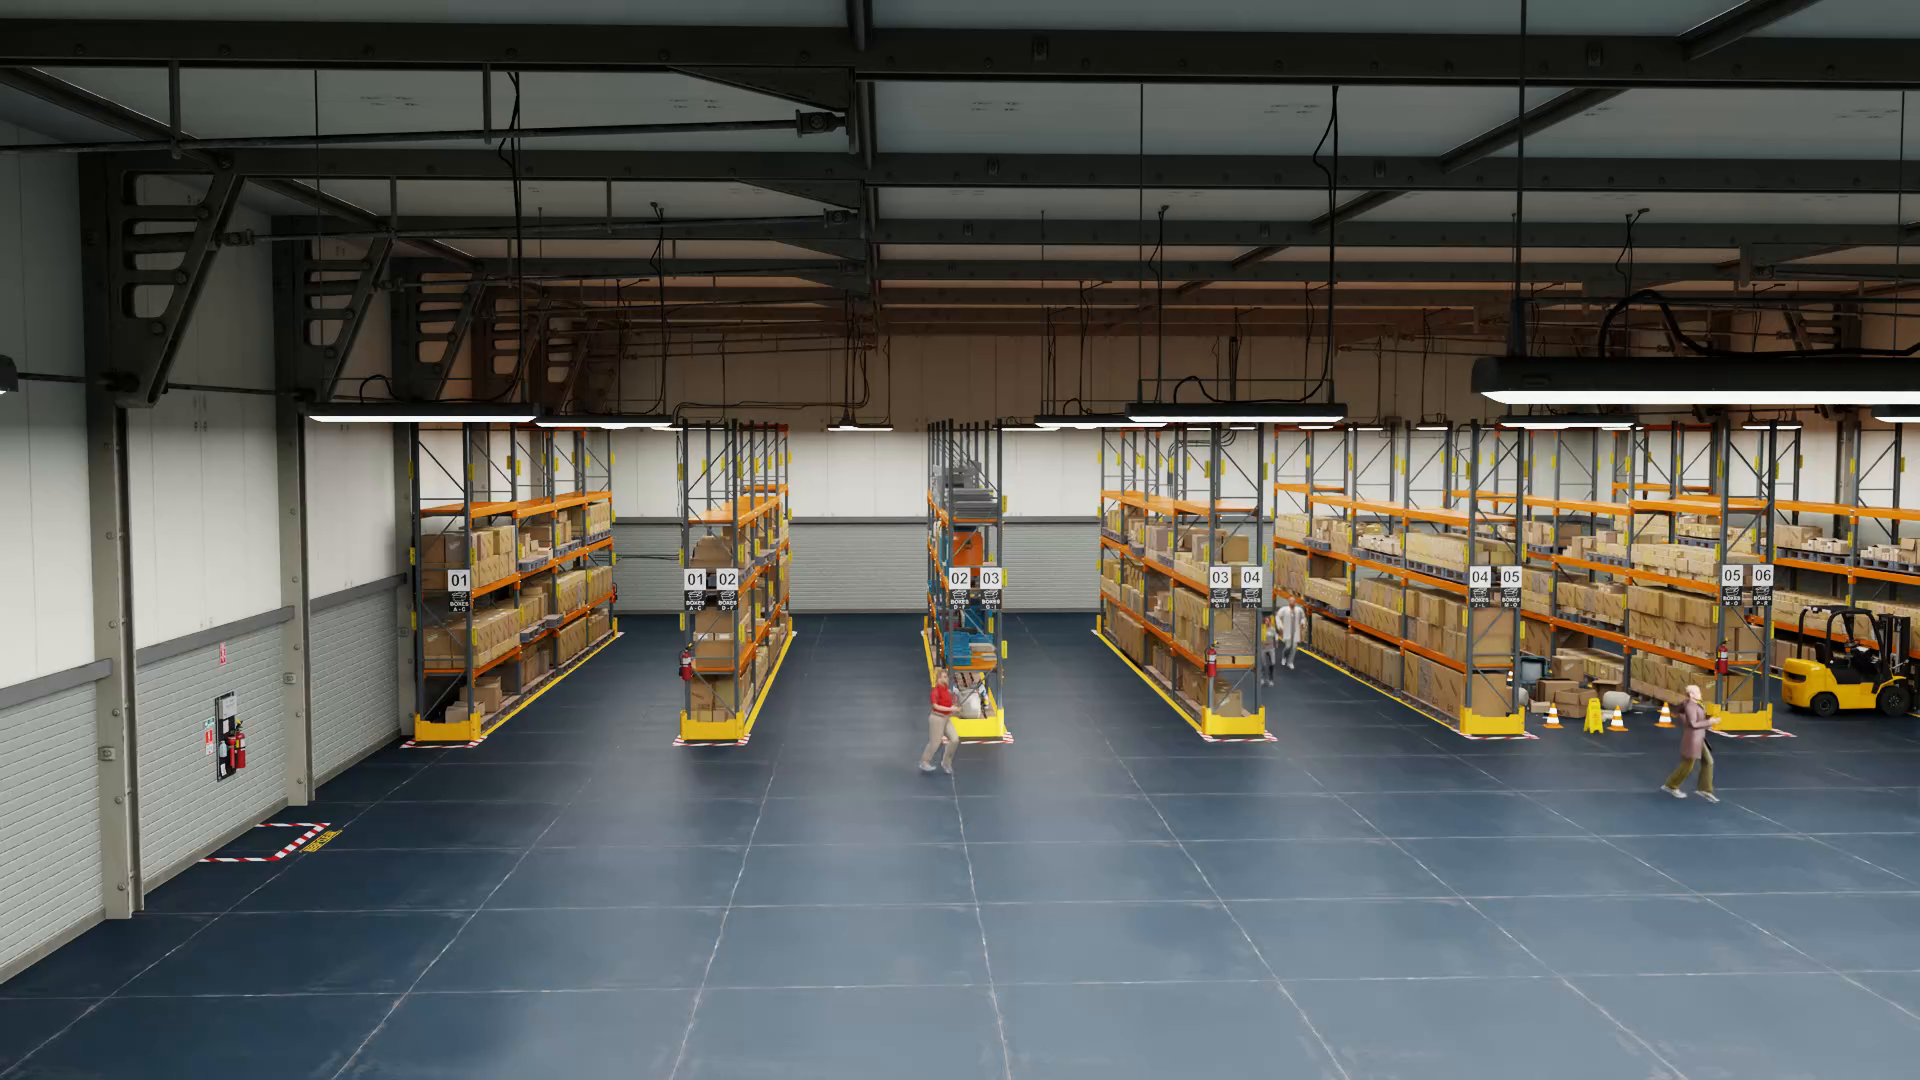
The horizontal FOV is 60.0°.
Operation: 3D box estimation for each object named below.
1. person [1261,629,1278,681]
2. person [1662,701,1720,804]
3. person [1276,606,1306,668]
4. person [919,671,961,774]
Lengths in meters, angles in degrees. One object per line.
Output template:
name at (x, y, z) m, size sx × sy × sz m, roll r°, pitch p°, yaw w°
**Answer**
person at (6.947, 2.564, 37.595) m, size 0.562 × 1.234 × 0.577 m, roll 0°, pitch 4°, yaw -7°
person at (11.402, 3.294, 25.825) m, size 0.746 × 1.577 × 0.607 m, roll 2°, pitch 4°, yaw 33°
person at (8.095, 2.355, 40.590) m, size 0.723 × 1.545 × 0.566 m, roll 0°, pitch 4°, yaw -4°
person at (-0.310, 3.097, 27.967) m, size 0.765 × 1.816 × 0.685 m, roll 2°, pitch 4°, yaw 24°
